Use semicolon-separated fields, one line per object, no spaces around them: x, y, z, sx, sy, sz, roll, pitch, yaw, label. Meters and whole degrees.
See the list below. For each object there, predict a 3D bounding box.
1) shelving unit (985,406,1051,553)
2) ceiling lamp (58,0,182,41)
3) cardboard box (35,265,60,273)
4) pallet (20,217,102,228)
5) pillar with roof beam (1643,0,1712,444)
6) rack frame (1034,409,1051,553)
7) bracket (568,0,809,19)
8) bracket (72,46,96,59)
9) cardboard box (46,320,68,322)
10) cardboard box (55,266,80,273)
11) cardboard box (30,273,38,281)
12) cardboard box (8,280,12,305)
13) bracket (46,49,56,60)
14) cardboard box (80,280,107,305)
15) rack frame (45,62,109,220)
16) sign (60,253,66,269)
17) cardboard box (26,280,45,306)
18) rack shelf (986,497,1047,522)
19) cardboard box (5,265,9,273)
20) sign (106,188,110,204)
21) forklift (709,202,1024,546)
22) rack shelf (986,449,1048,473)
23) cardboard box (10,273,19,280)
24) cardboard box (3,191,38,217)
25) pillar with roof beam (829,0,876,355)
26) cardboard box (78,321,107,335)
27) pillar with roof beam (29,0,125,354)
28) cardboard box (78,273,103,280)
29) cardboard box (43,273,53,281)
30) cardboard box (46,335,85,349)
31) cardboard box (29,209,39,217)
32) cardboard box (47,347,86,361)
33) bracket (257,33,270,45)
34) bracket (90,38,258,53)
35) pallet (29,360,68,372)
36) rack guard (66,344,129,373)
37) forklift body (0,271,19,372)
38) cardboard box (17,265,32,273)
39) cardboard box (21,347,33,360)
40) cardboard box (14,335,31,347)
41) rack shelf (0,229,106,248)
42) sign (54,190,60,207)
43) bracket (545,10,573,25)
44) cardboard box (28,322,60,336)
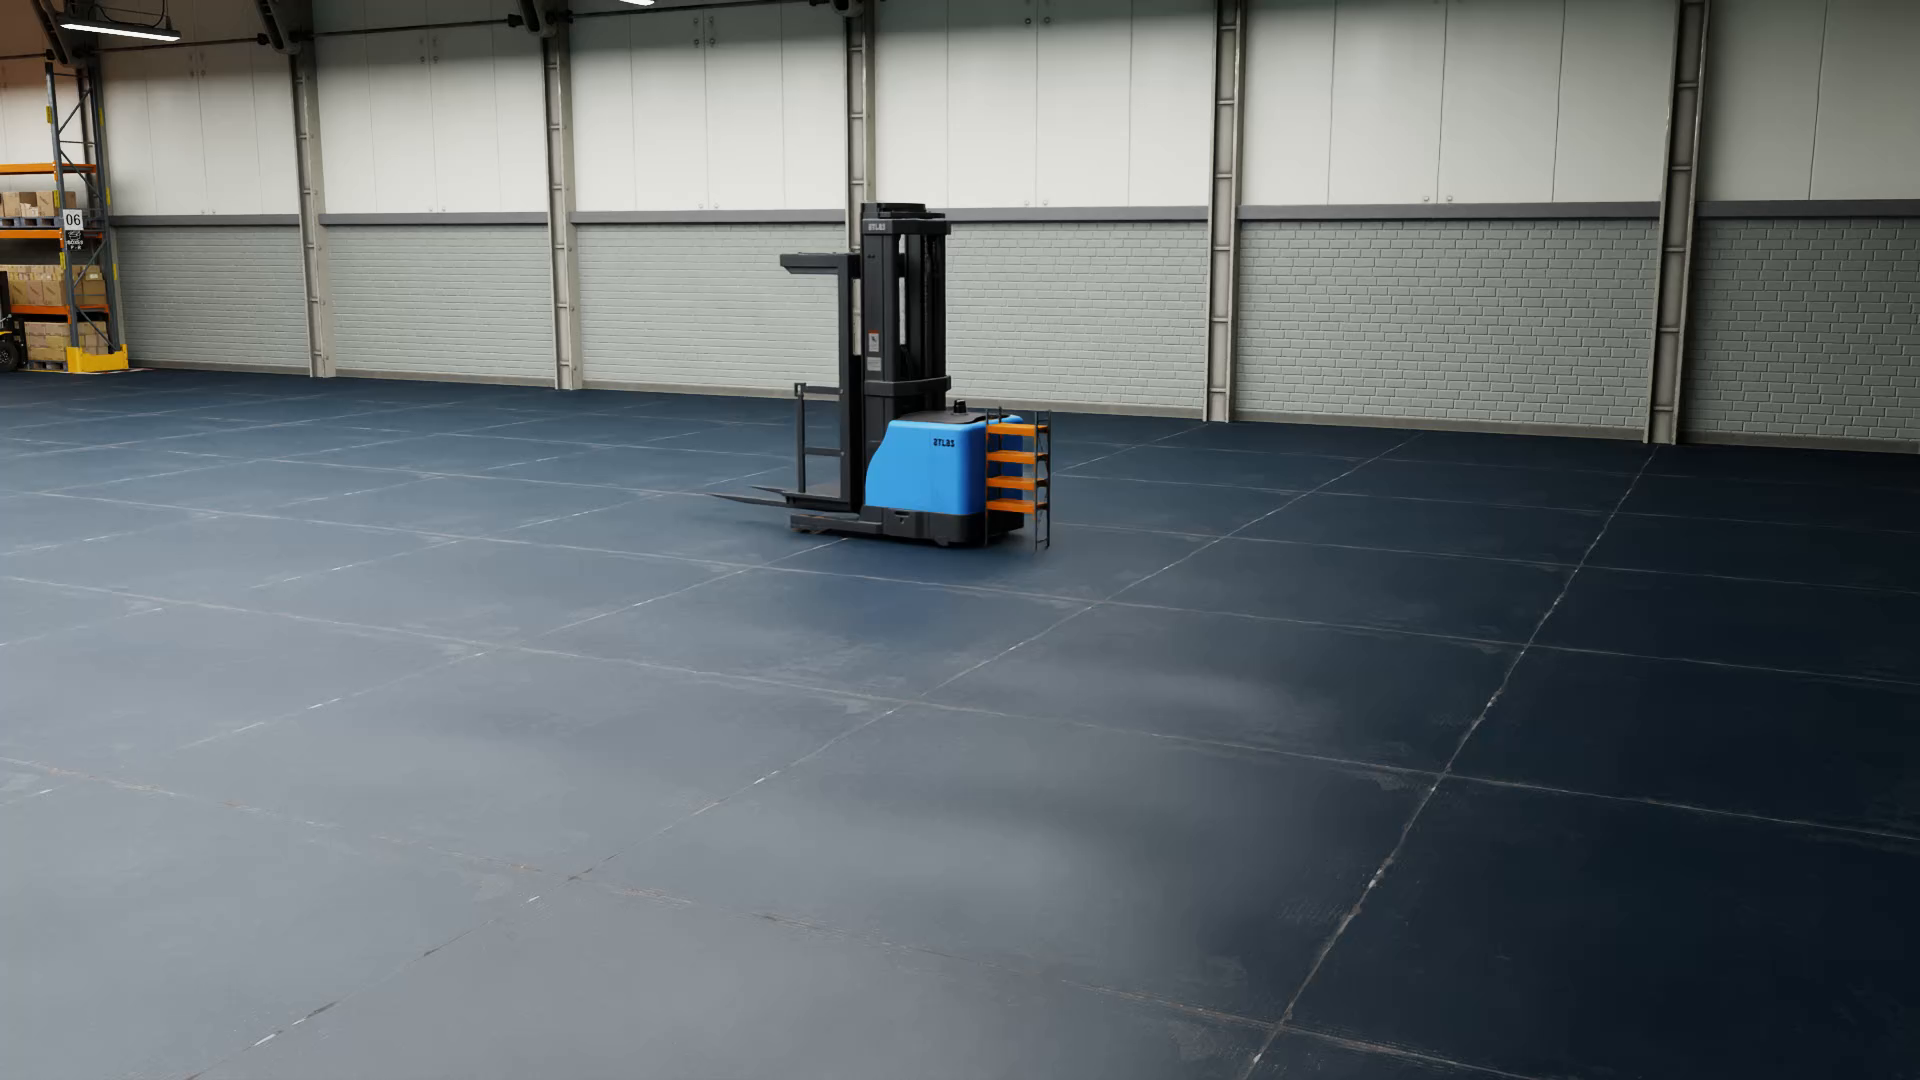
0.495;-0.524;14.258;0.503;1.200;0.258;6;12;32;shelving unit
-13.120;-9.596;26.092;0.800;3.185;2.000;5;11;26;ceiling lamp
-18.393;-5.460;33.540;0.250;0.149;0.380;5;12;27;cardboard box
-18.120;-6.413;33.565;1.213;0.211;1.003;5;11;26;pallet
7.276;-5.020;17.197;0.400;9.000;9.100;5;11;26;pillar with roof beam
0.700;-0.501;14.129;0.015;1.200;0.240;6;12;32;rack frame
-4.420;-8.603;26.889;4.783;0.066;0.076;5;11;26;bracket
-17.507;-9.753;33.243;0.430;0.232;0.235;5;11;26;bracket
-18.738;-4.414;34.430;0.500;0.250;0.500;5;11;25;cardboard box
-17.911;-5.430;33.370;0.250;0.149;0.380;5;11;26;cardboard box
-18.597;-5.338;33.700;0.250;0.149;0.380;5;11;25;cardboard box
-19.431;-5.087;34.133;0.500;0.500;0.500;5;11;26;cardboard box
-18.252;-9.818;33.604;0.430;0.232;0.235;5;11;26;bracket
-17.818;-5.053;33.945;0.500;0.500;0.500;5;12;28;cardboard box
-17.497;-7.872;32.959;0.127;3.000;1.000;5;11;26;rack frame
-17.749;-5.521;32.896;0.005;0.325;0.100;5;11;26;sign
-18.516;-5.009;33.701;0.500;0.500;0.500;5;12;28;cardboard box
0.495;-0.263;14.305;0.480;0.148;0.258;6;12;32;rack shelf
-19.290;-5.549;34.033;0.250;0.149;0.380;5;11;27;cardboard box
-17.246;-6.953;33.628;0.005;0.325;0.100;5;11;26;sign
-0.942;-1.564;15.144;3.031;2.935;1.130;6;12;32;forklift
0.495;-0.678;14.230;0.480;0.148;0.258;6;12;32;rack shelf
-19.093;-5.368;33.867;0.250;0.149;0.380;5;11;26;cardboard box
-18.876;-6.794;33.683;0.500;0.500;0.700;5;11;26;cardboard box
-3.485;-5.965;22.422;0.548;9.000;9.100;5;11;26;pillar with roof beam
-17.844;-4.334;33.988;0.500;0.250;0.500;5;11;25;cardboard box
-19.627;-7.384;30.259;0.548;9.000;9.100;5;11;26;pillar with roof beam
-17.686;-5.357;33.803;0.250;0.149;0.380;5;11;24;cardboard box
-18.174;-5.287;33.415;0.250;0.149;0.380;5;12;27;cardboard box
-18.072;-4.008;33.592;0.500;0.250;0.500;5;11;25;cardboard box
-18.374;-6.545;33.295;0.250;0.149;0.380;5;11;24;cardboard box
-18.058;-3.760;33.627;0.500;0.250;0.500;5;11;26;cardboard box
-12.871;-9.345;30.992;0.430;0.232;0.235;5;11;26;bracket
-15.182;-9.549;32.114;4.783;0.066;0.076;5;11;26;bracket
-18.201;-3.602;34.038;1.213;0.211;1.003;5;11;26;pallet
-17.475;-3.688;33.706;0.348;0.500;1.175;5;11;26;rack guard
-20.005;-4.361;32.785;1.214;2.155;2.313;5;11;26;forklift body
-18.866;-5.495;33.730;0.250;0.149;0.380;5;12;27;cardboard box
-18.944;-3.842;34.077;0.500;0.250;0.500;5;11;26;cardboard box
-18.989;-4.087;34.026;0.500;0.250;0.500;5;11;25;cardboard box
-19.290;-6.200;34.161;4.000;0.370;1.077;5;11;26;rack shelf
-17.749;-6.707;32.682;0.005;0.325;0.100;5;11;26;sign
-6.746;-8.807;28.018;0.430;0.232;0.235;5;11;26;bracket
-18.508;-4.292;33.754;0.500;0.250;0.500;5;12;27;cardboard box
